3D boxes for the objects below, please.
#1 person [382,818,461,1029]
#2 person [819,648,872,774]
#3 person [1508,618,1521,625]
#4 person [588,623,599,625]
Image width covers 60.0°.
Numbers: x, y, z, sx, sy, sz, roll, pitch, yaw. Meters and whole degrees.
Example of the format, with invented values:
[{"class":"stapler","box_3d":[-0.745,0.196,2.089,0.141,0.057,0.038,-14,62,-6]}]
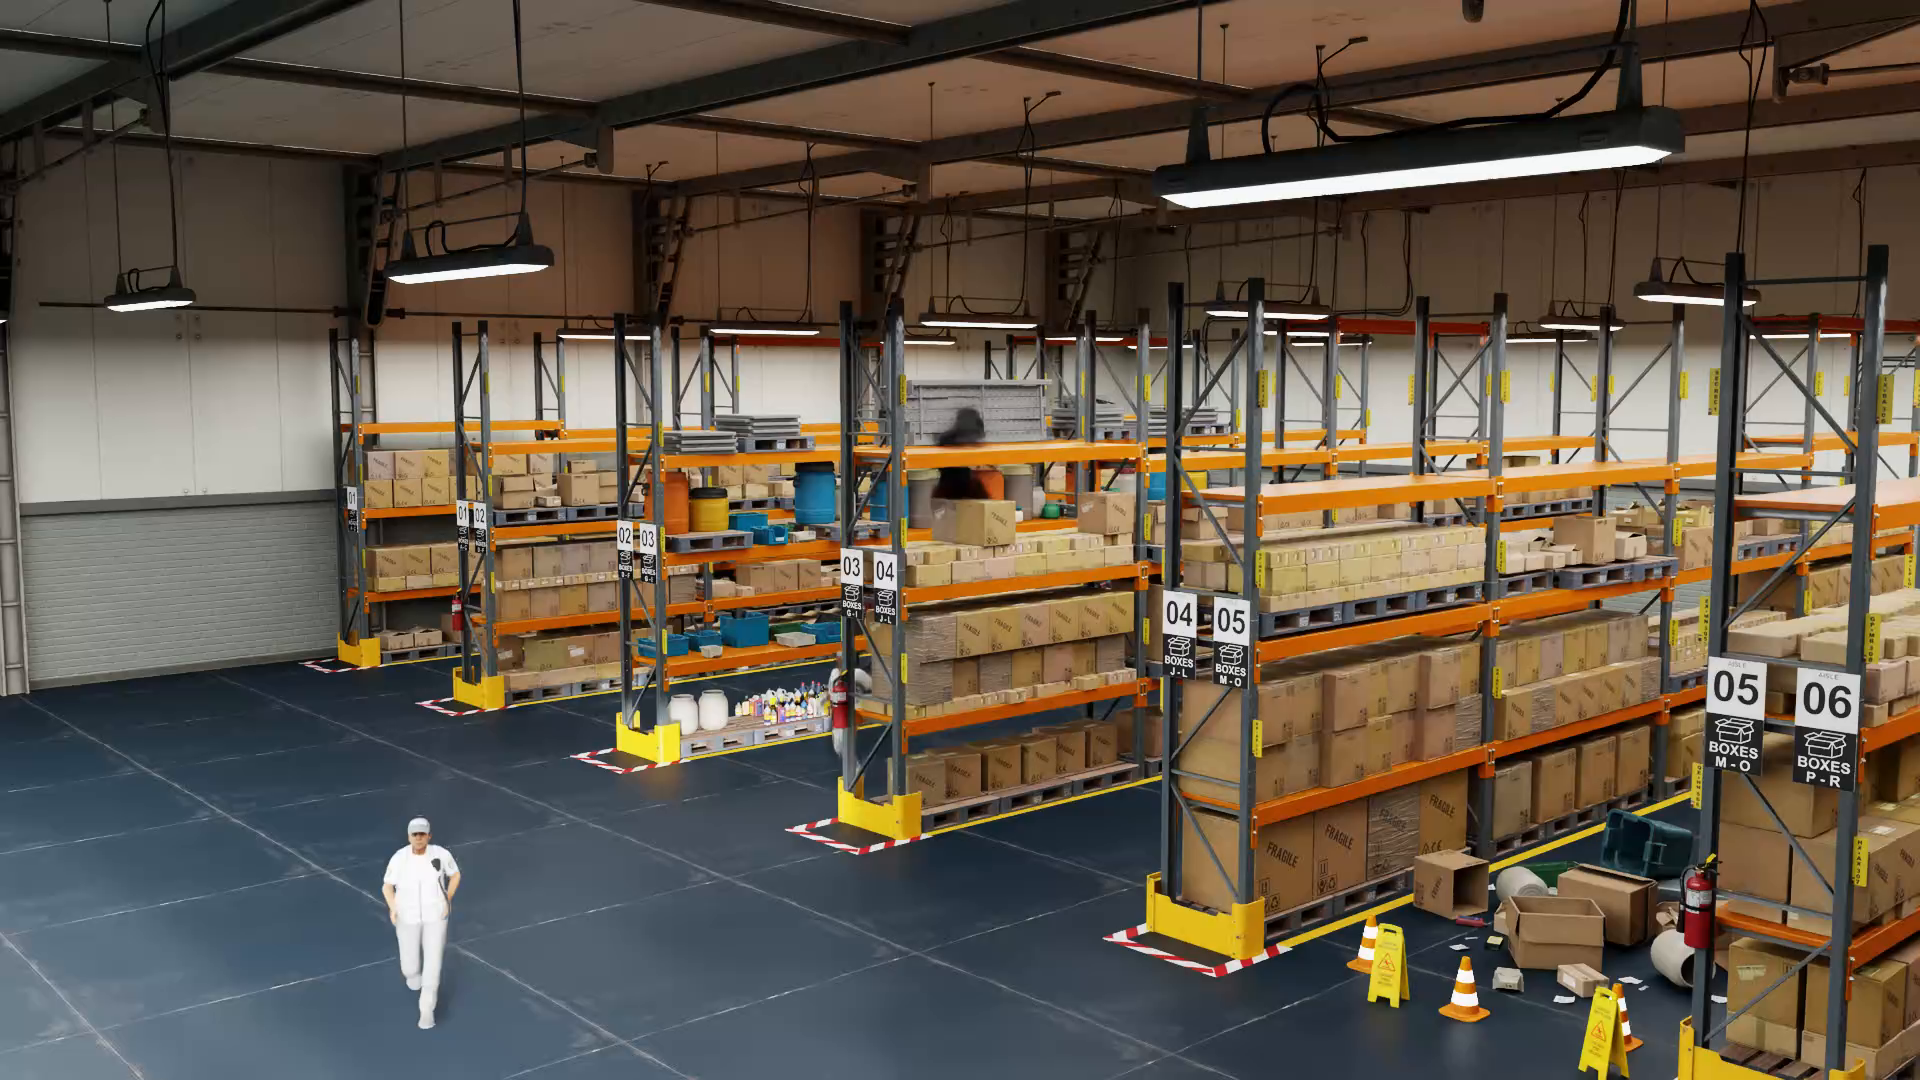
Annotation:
[{"class":"person","box_3d":[-4.342,3.044,13.445,0.608,1.643,0.685,-2,6,-17]},{"class":"person","box_3d":[-1.447,2.231,20.834,0.696,1.775,0.664,5,8,43]},{"class":"person","box_3d":[8.207,1.938,24.756,0.548,1.558,0.518,-5,8,-44]},{"class":"person","box_3d":[-6.503,1.396,29.656,0.547,1.751,0.761,4,7,34]}]
